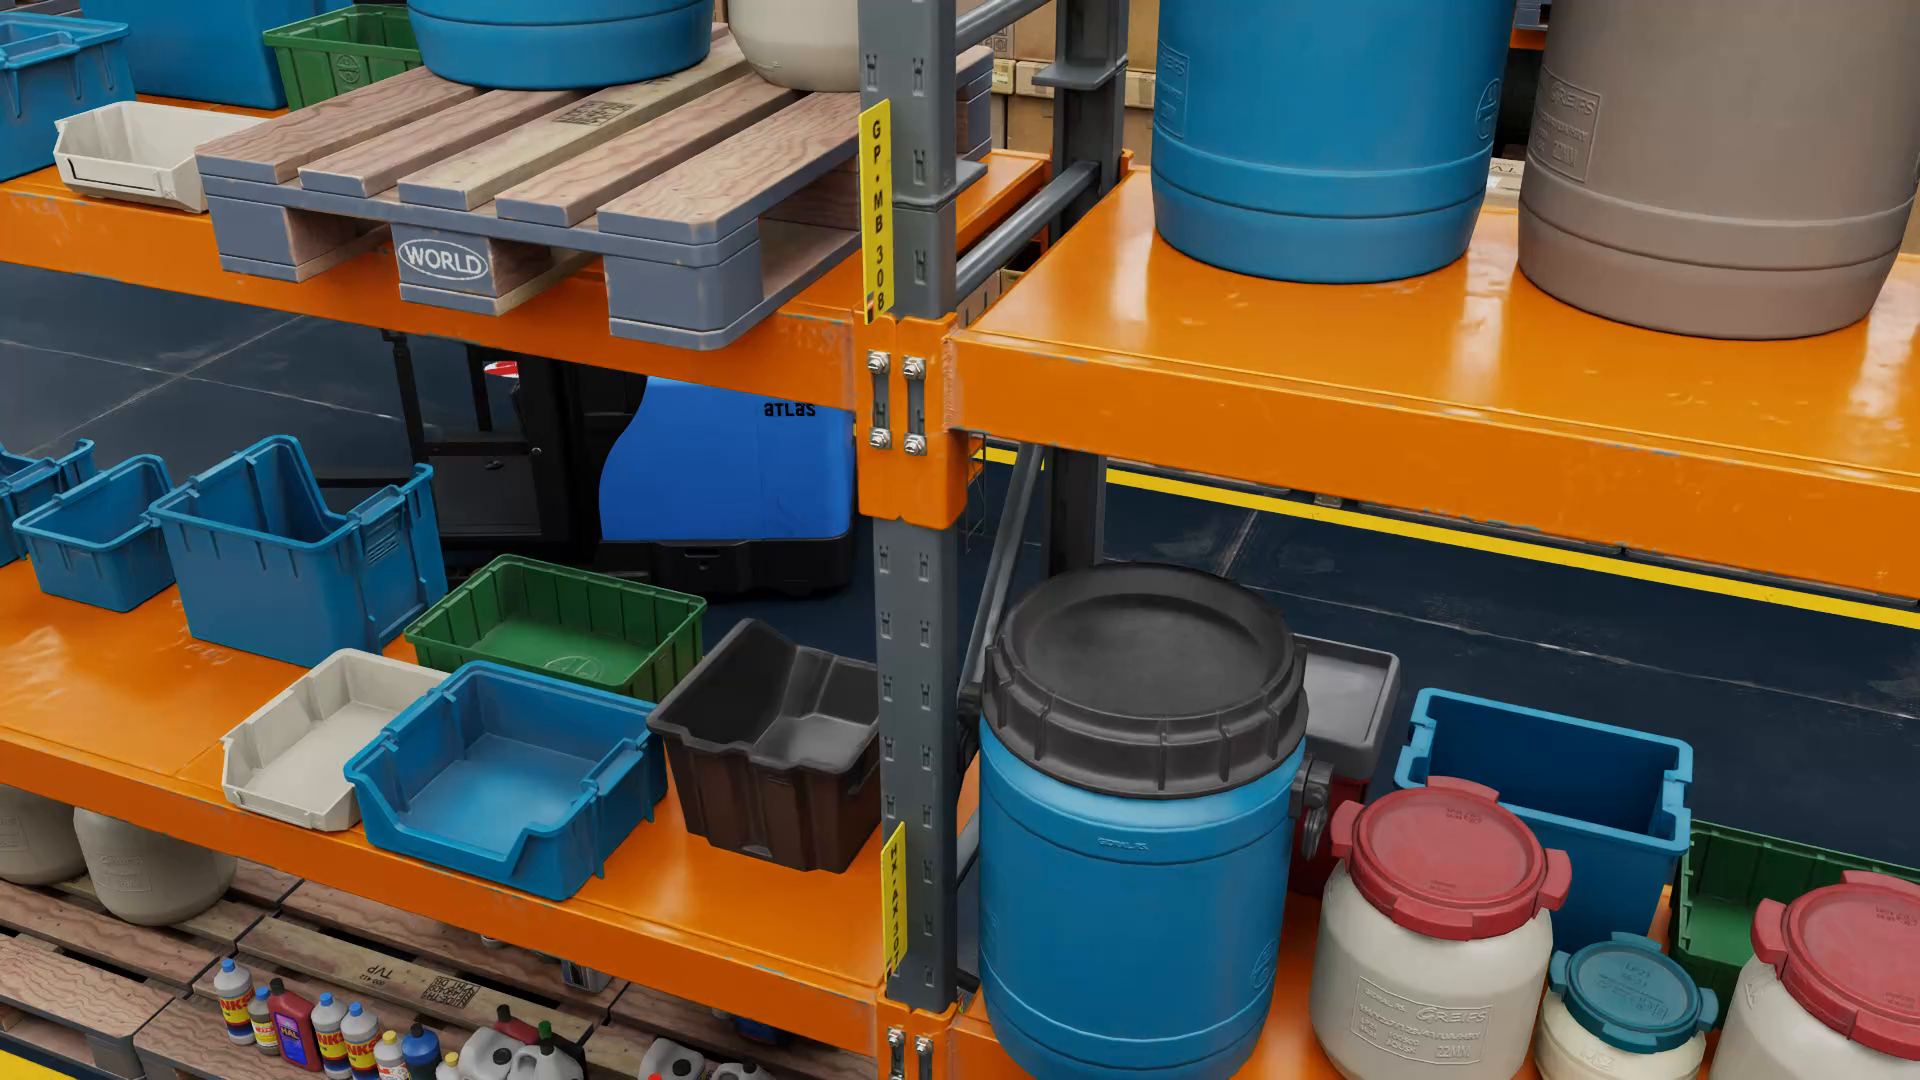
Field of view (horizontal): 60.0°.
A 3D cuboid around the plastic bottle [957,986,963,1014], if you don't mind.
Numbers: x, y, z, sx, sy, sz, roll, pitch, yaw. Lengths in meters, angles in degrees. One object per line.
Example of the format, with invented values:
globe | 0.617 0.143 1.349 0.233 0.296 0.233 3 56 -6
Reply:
plastic bottle | -0.039 1.305 4.718 0.097 0.271 0.097 0 29 0

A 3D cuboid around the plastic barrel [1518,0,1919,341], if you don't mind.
plastic barrel | 1.250 -0.840 2.630 0.600 0.901 0.600 0 29 0

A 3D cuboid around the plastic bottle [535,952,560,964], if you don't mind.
plastic bottle | -1.246 1.171 5.027 0.097 0.201 0.097 0 29 0

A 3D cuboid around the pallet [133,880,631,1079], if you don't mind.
pallet | -1.650 1.413 5.035 1.213 0.211 1.003 11 31 19

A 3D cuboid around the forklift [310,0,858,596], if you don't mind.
forklift | -1.992 -1.250 6.982 3.031 2.935 1.130 -1 29 -1

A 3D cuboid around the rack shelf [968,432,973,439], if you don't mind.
rack shelf | -0.013 -0.486 7.481 0.180 0.103 0.258 11 31 19

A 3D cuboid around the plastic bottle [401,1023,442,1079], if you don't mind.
plastic bottle | -1.454 1.421 4.513 0.097 0.271 0.097 0 29 0

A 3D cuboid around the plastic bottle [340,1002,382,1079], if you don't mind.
plastic bottle | -1.642 1.383 4.580 0.097 0.271 0.097 0 29 0

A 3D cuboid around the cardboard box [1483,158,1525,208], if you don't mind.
cardboard box | 2.430 -1.554 7.603 0.500 0.250 0.500 13 32 22

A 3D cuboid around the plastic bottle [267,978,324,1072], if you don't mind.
plastic bottle | -1.849 1.346 4.633 0.133 0.283 0.061 12 32 20

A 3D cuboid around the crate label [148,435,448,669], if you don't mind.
crate label | -1.808 0.029 4.613 0.616 0.435 0.502 11 31 19

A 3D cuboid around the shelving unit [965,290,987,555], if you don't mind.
shelving unit | -0.013 -0.525 7.459 0.189 1.200 0.258 11 31 19

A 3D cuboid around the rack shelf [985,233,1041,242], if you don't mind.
rack shelf | 0.104 -1.747 8.523 4.000 0.370 1.077 11 31 19

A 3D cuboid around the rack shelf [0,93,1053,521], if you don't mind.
rack shelf | -1.762 -0.795 3.791 4.000 0.370 1.077 11 31 19

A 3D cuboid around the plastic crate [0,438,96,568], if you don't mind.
plastic crate | -3.039 -0.151 5.121 0.616 0.251 0.499 11 31 19

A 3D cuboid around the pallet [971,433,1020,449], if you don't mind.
pallet | 0.102 -0.867 9.070 1.213 0.211 1.003 11 31 19

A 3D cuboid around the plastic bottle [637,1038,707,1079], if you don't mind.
plastic bottle | -0.759 1.467 4.428 0.135 0.276 0.152 11 31 19

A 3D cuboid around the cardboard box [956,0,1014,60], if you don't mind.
cardboard box | 0.149 -2.656 7.981 0.500 0.500 0.700 11 31 19

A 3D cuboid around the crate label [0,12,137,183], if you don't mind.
crate label | -2.005 -0.916 3.426 0.408 0.251 0.502 11 31 19

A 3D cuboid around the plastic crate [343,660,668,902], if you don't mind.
plastic crate | -1.036 0.552 3.877 0.616 0.251 0.499 11 31 19

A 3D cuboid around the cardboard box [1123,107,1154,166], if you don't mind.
cardboard box | 1.053 -1.907 7.975 0.500 0.500 0.700 11 31 19

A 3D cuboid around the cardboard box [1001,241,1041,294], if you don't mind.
cardboard box | 0.522 -1.177 8.390 0.500 0.500 0.500 11 31 19

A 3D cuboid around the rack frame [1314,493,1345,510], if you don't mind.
rack frame | 1.957 -1.690 7.692 0.127 3.000 1.000 11 31 19

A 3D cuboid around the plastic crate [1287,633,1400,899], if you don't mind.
plastic crate | 0.655 0.490 3.770 0.583 0.464 0.402 11 31 19

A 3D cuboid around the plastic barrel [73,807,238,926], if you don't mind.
plastic barrel | -2.512 0.908 5.197 0.421 0.512 0.421 0 29 0

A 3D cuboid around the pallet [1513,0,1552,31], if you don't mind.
pallet | 4.470 -3.658 11.369 1.213 0.211 1.003 11 31 19

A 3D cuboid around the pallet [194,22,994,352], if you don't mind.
pallet | -0.614 -0.745 3.163 1.003 0.211 1.213 11 31 19

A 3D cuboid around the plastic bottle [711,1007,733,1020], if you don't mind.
plastic bottle | -0.680 1.254 4.809 0.097 0.271 0.097 0 29 0

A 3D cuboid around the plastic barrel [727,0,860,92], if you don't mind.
plastic barrel | -0.234 -1.139 3.128 0.421 0.512 0.421 0 29 0

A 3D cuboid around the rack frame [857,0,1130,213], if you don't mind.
rack frame | 0.092 -2.044 2.221 0.127 3.000 1.000 11 31 19

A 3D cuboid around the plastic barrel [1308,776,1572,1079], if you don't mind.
plastic barrel | 0.896 0.786 3.174 0.433 0.535 0.433 0 29 0

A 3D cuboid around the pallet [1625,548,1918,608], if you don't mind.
pallet | 3.789 -0.133 7.770 1.213 0.211 1.003 11 31 19

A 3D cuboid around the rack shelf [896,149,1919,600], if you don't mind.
rack shelf | 1.945 -0.055 2.481 4.000 0.370 1.077 11 31 19

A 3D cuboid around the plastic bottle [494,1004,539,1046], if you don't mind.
plastic bottle | -1.200 1.395 4.547 0.133 0.283 0.061 11 31 19

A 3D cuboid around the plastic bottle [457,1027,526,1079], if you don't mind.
plastic bottle | -1.240 1.447 4.462 0.135 0.276 0.152 12 32 20

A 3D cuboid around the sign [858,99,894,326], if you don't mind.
sign | -0.126 -0.493 2.517 0.005 0.325 0.100 11 31 19

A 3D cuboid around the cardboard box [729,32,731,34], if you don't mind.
cardboard box | -0.990 -2.491 8.348 0.250 0.149 0.380 11 31 19

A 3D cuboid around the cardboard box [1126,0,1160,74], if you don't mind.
cardboard box | 1.075 -2.471 7.652 0.500 0.500 0.700 11 31 19

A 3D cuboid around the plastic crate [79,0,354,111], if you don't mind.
plastic crate | -1.735 -1.256 3.891 0.575 0.384 0.392 11 31 19

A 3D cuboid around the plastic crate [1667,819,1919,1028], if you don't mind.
plastic crate | 1.811 0.853 3.407 0.662 0.188 0.450 11 31 19

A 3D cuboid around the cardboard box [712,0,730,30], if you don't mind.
cardboard box | -1.272 -2.936 8.477 0.500 0.500 0.700 11 31 19

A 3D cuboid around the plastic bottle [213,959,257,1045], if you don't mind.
plastic bottle | -2.052 1.301 4.725 0.097 0.271 0.097 0 29 0

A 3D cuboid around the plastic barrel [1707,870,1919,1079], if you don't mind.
plastic barrel | 1.575 0.921 2.934 0.433 0.535 0.433 0 29 0

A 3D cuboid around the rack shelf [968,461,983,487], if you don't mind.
rack shelf | -0.013 -0.277 7.599 0.180 0.103 0.258 11 31 19

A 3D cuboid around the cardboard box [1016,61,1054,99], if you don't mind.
cardboard box | 0.449 -2.204 7.841 0.250 0.149 0.380 12 32 21

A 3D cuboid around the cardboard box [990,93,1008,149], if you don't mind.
cardboard box | 0.114 -2.096 8.309 0.500 0.500 0.700 12 32 21
